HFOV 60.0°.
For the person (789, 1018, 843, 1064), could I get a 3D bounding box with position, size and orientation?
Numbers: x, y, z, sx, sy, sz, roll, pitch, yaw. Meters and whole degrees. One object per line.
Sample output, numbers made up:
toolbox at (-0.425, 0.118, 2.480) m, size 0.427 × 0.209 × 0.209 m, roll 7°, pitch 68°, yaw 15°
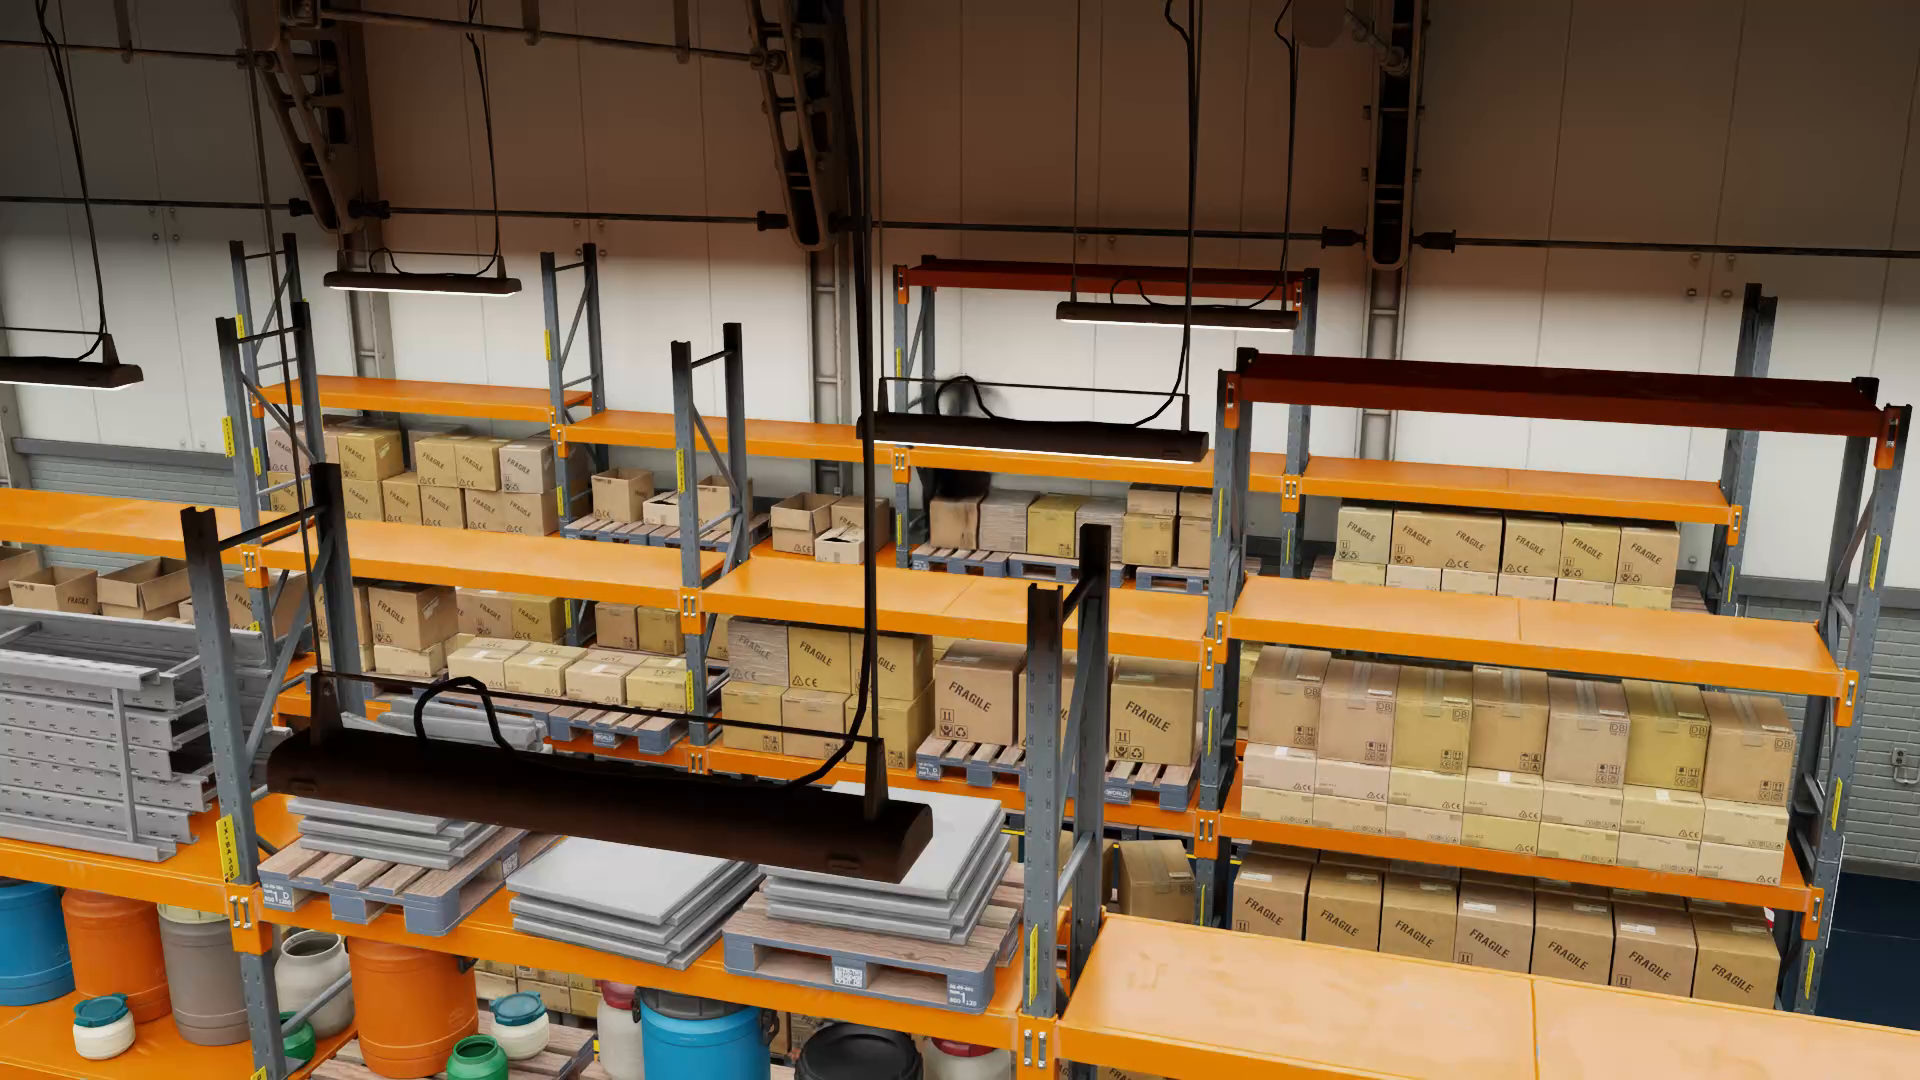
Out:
person at (-0.892, 3.922, 12.088) m, size 0.674 × 1.707 × 0.646 m, roll 4°, pitch 16°, yaw 13°
